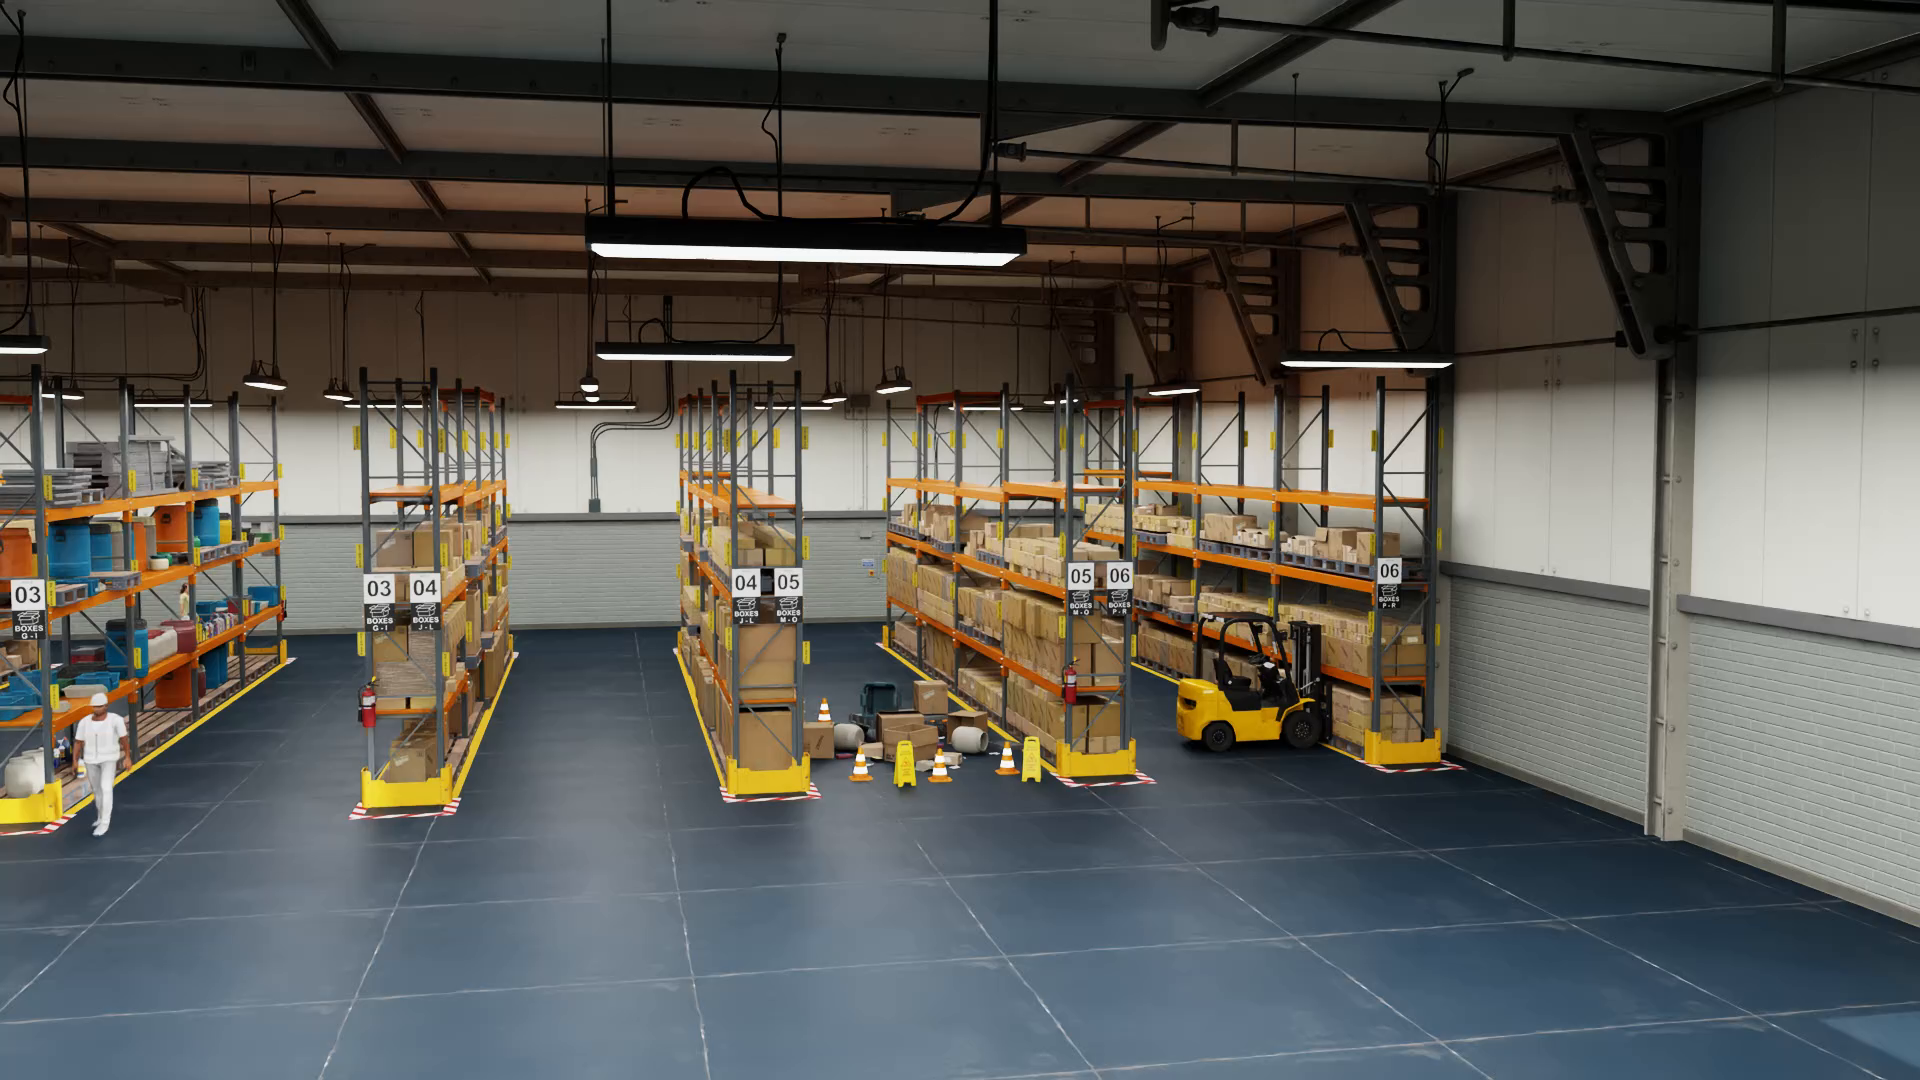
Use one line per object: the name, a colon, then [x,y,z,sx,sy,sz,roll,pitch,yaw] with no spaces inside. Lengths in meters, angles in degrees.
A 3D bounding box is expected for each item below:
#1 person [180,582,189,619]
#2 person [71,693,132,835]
person: [-18.165,1.824,39.124,0.423,1.668,0.478,-1,3,-12]
person: [-11.054,2.846,21.335,0.621,1.754,0.723,0,3,-5]
